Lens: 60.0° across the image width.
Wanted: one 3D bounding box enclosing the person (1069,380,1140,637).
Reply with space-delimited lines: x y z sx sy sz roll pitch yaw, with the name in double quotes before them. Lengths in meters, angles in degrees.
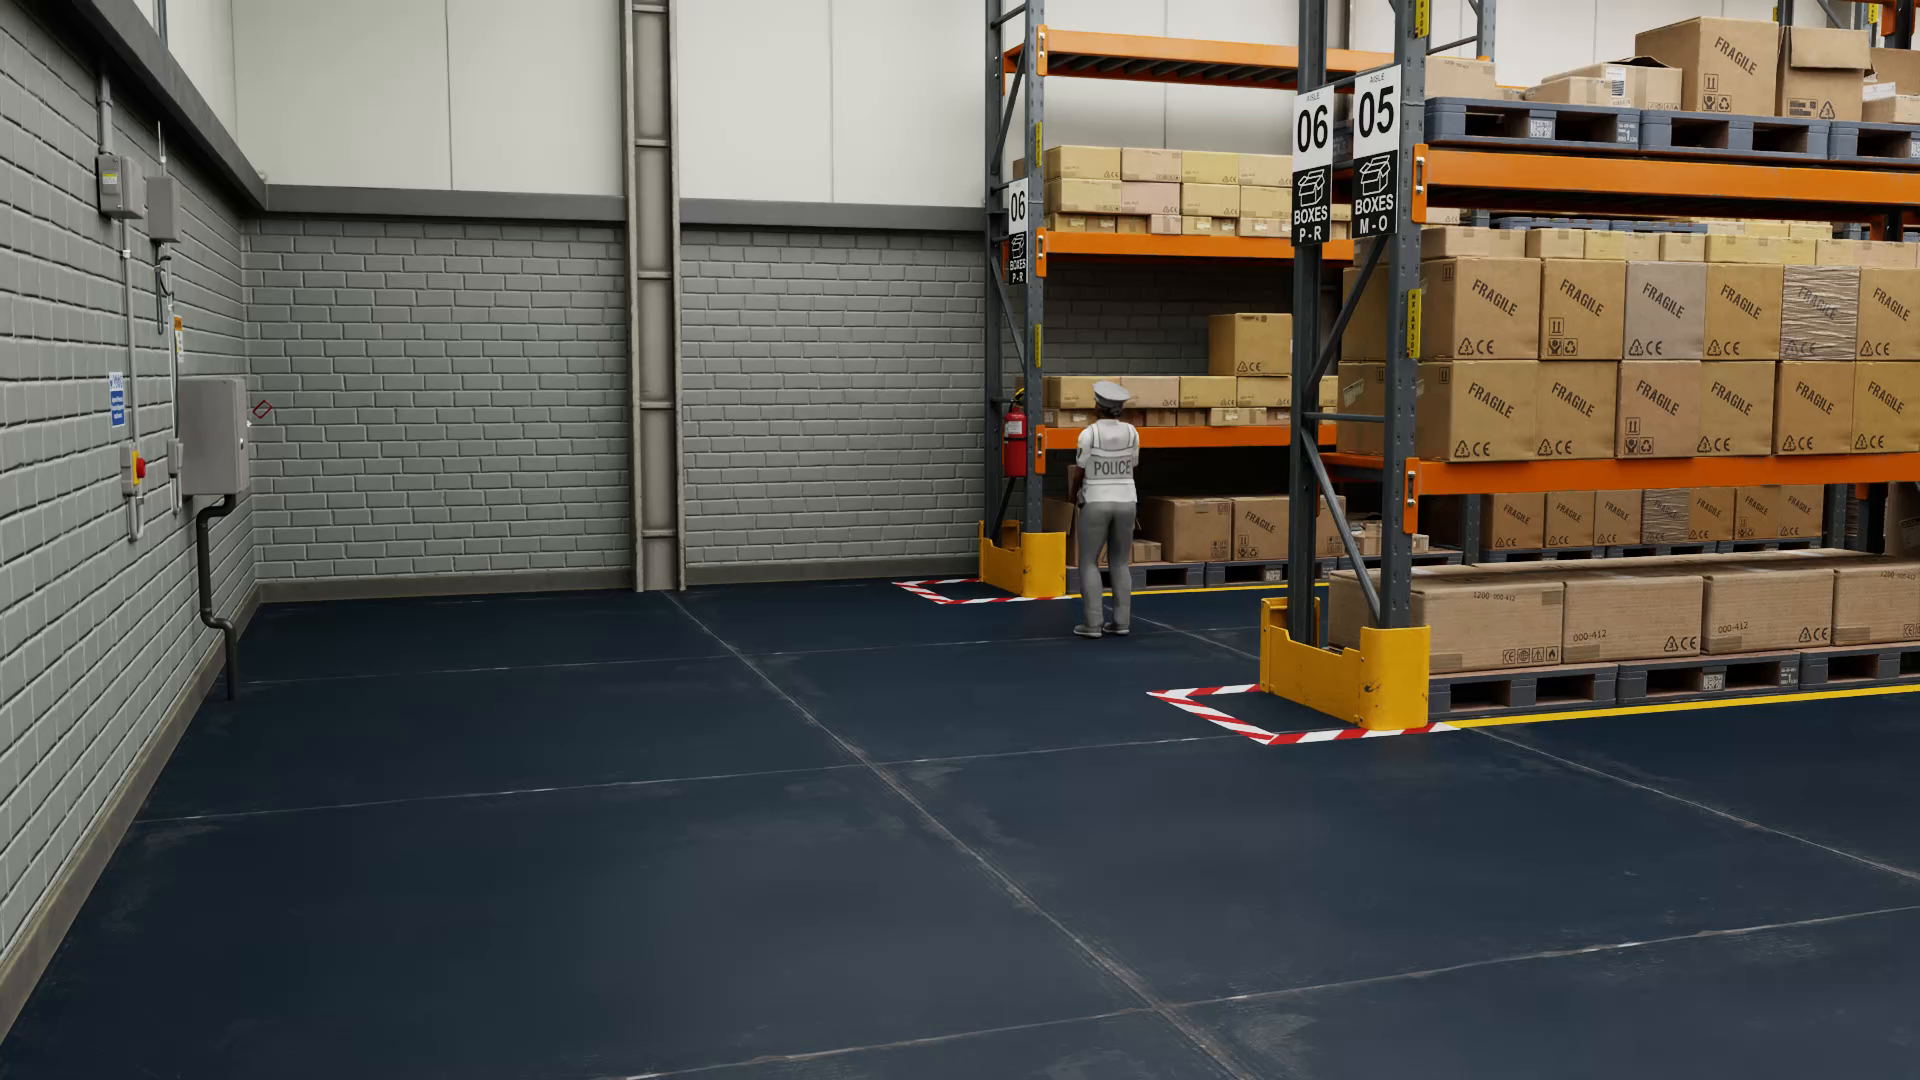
"person" 0.945 -0.210 10.995 0.450 1.687 0.539 -2 6 -18
